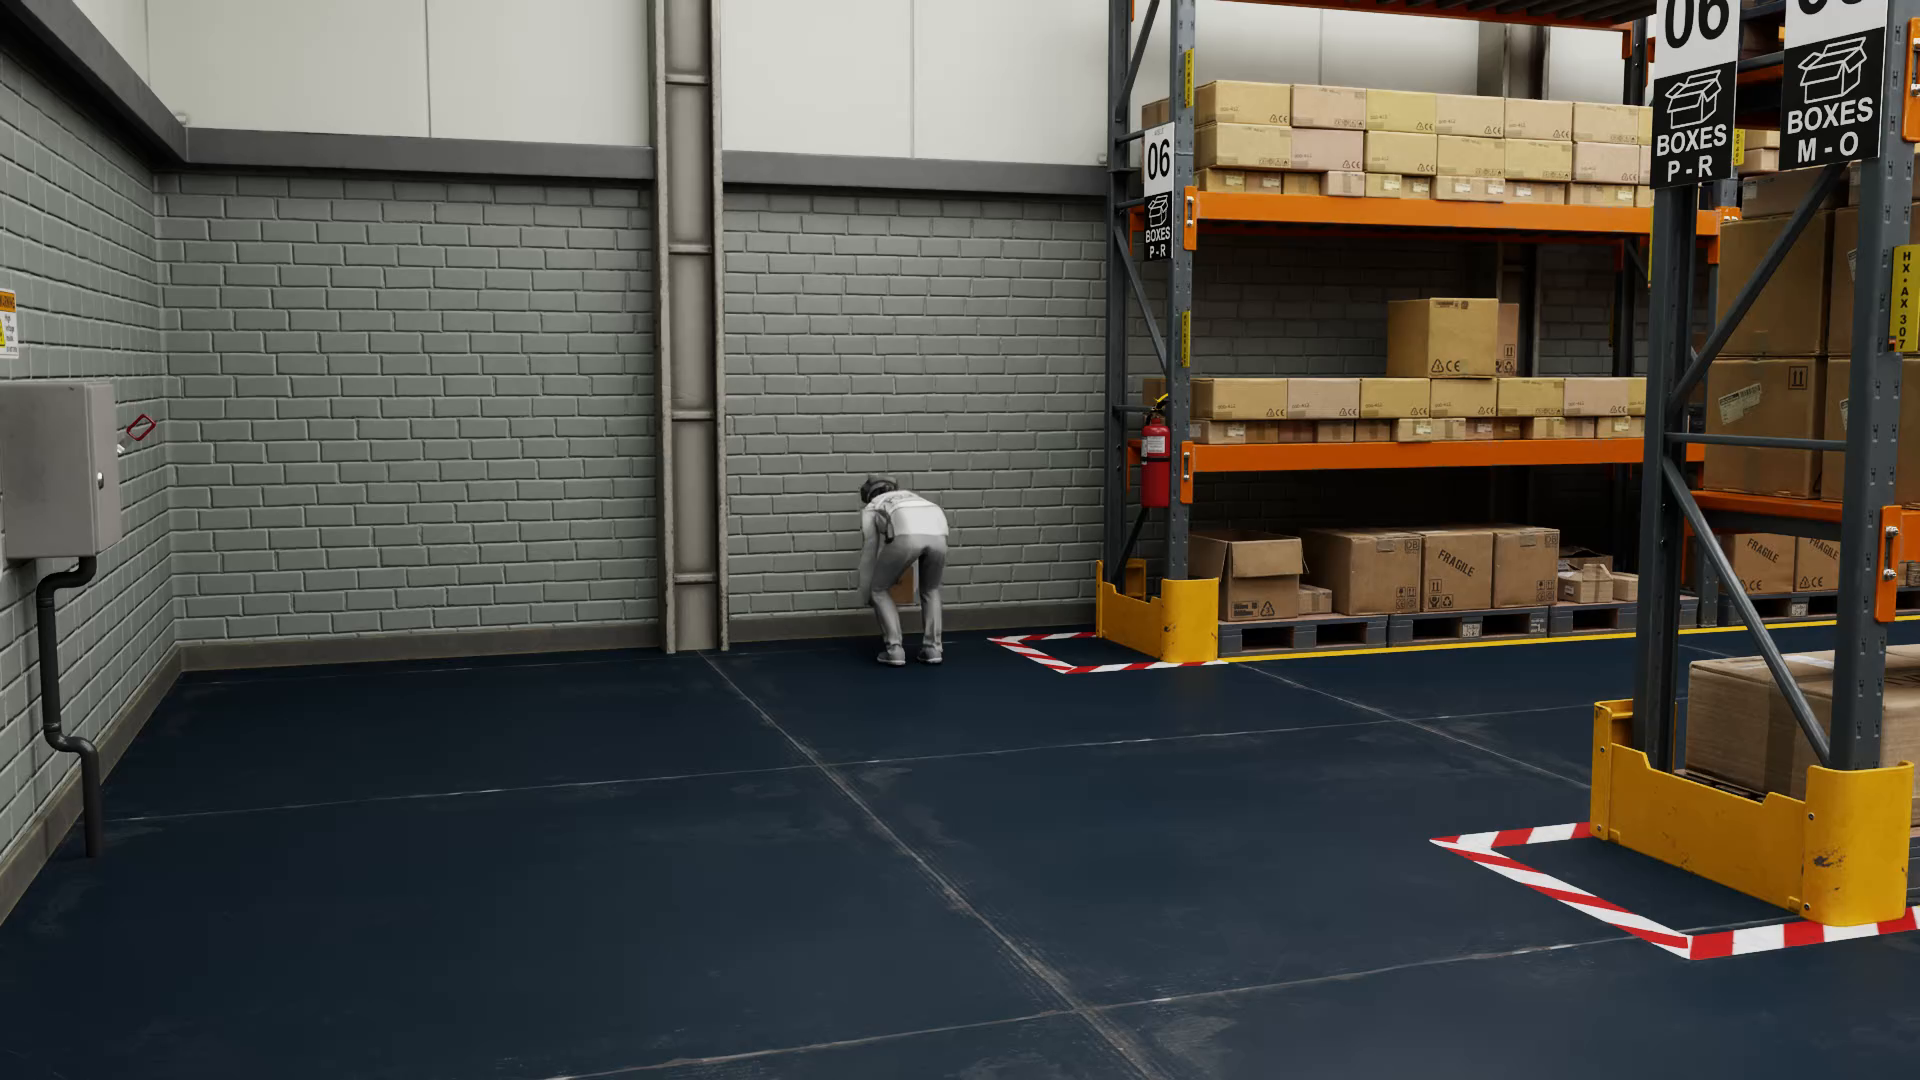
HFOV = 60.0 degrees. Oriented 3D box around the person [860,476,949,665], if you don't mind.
[{"bbox_3d":[-0.364,0.175,10.123,0.449,1.102,0.920,-2,6,-21],"label":"person"}]
